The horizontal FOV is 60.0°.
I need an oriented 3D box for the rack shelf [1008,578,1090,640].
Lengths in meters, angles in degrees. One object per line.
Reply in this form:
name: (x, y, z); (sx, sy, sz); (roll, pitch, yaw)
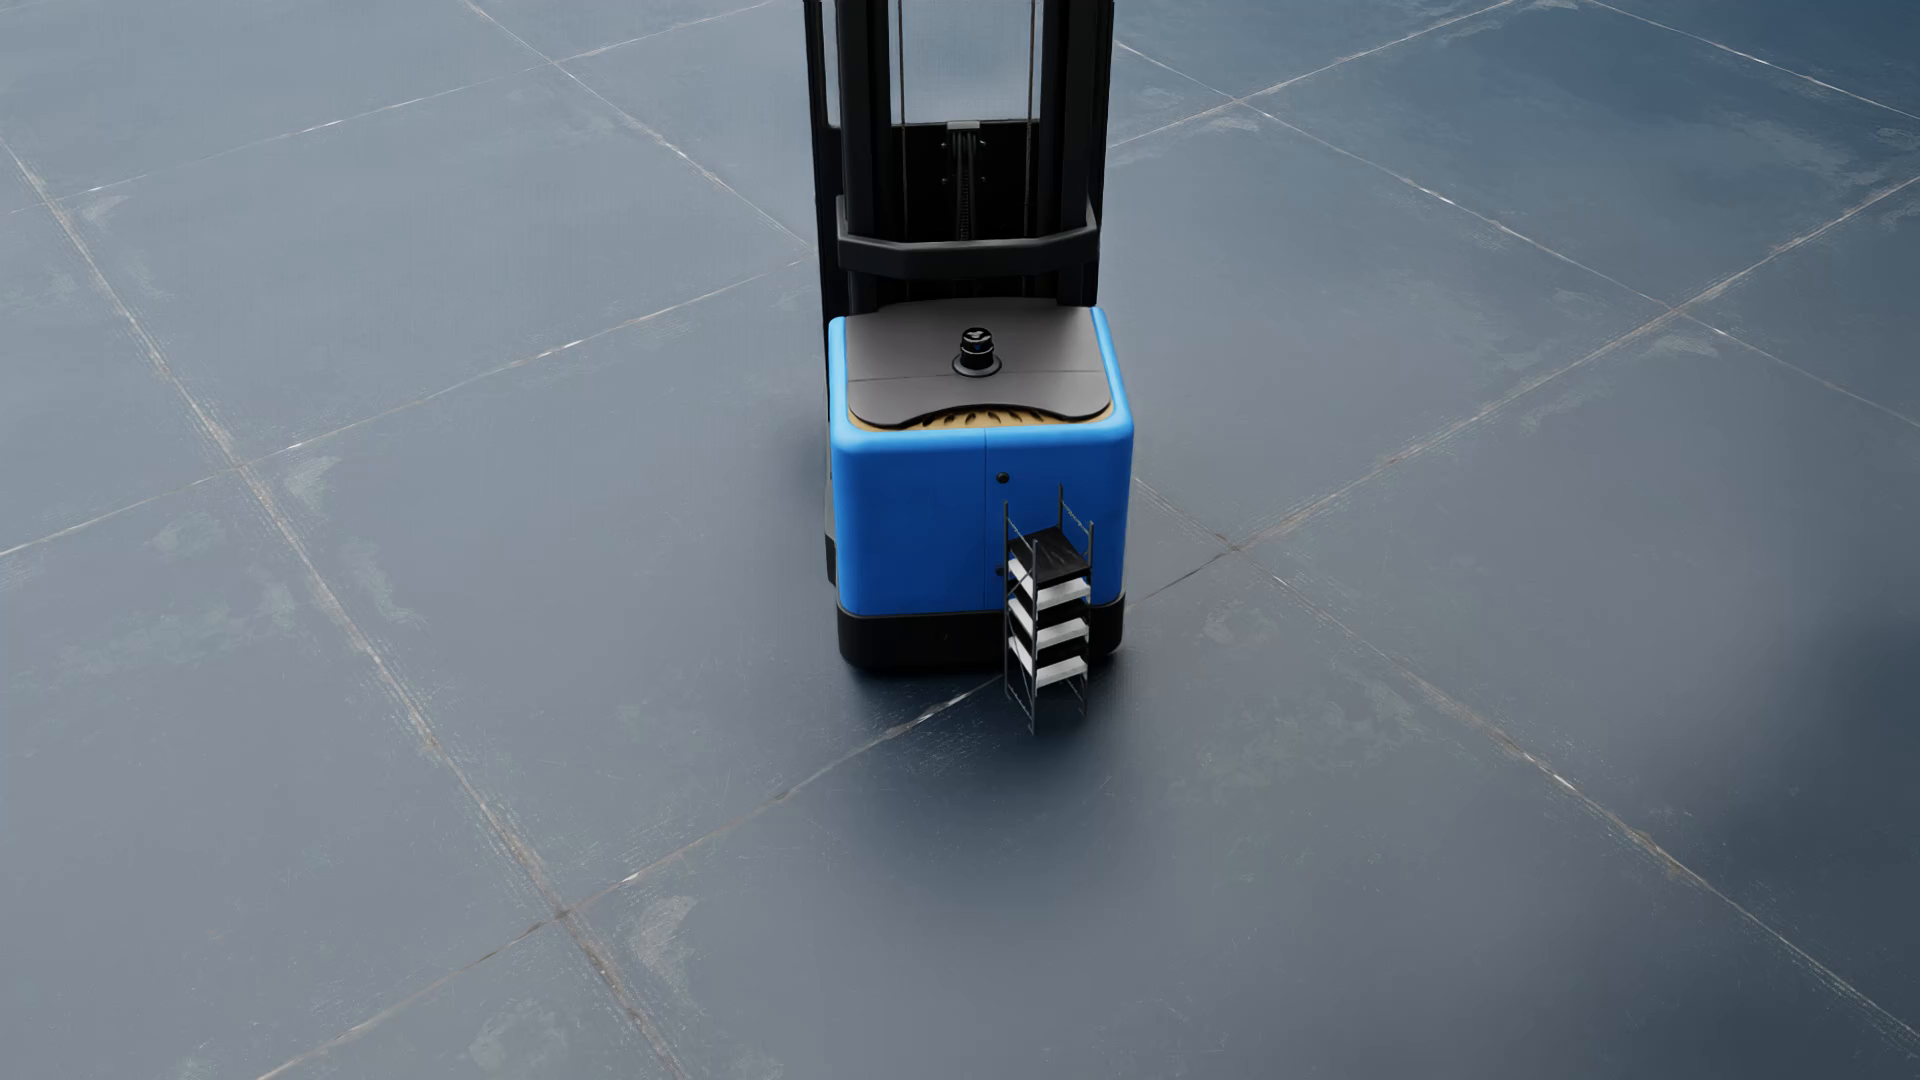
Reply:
rack shelf: (0.297, 0.210, 5.691); (0.200, 0.077, 0.258); (-17, 42, -18)

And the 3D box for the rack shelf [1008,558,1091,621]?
rack shelf: (0.295, 0.141, 5.634); (0.200, 0.077, 0.258); (-17, 42, -18)

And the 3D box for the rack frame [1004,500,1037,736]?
rack frame: (0.206, 0.282, 5.697); (0.006, 0.900, 0.240); (-17, 42, -18)

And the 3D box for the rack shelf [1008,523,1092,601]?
rack shelf: (0.293, 0.072, 5.576); (0.200, 0.077, 0.258); (-17, 42, -18)

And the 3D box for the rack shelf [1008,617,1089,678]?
rack shelf: (0.301, 0.348, 5.807); (0.200, 0.077, 0.258); (-17, 42, -18)

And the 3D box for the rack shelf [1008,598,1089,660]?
rack shelf: (0.299, 0.279, 5.749); (0.200, 0.077, 0.258); (-17, 42, -18)

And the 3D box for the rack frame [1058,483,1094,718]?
rack frame: (0.391, 0.225, 5.758); (0.006, 0.900, 0.240); (-17, 42, -18)

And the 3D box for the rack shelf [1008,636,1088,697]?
rack shelf: (0.303, 0.417, 5.865); (0.200, 0.077, 0.258); (-17, 42, -18)

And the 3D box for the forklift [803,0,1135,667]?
forklift: (-0.022, -1.591, 6.378); (1.130, 2.935, 3.031); (-3, 39, -3)

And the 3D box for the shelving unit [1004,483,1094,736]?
shelving unit: (0.298, 0.253, 5.728); (0.210, 0.900, 0.258); (-17, 42, -18)
